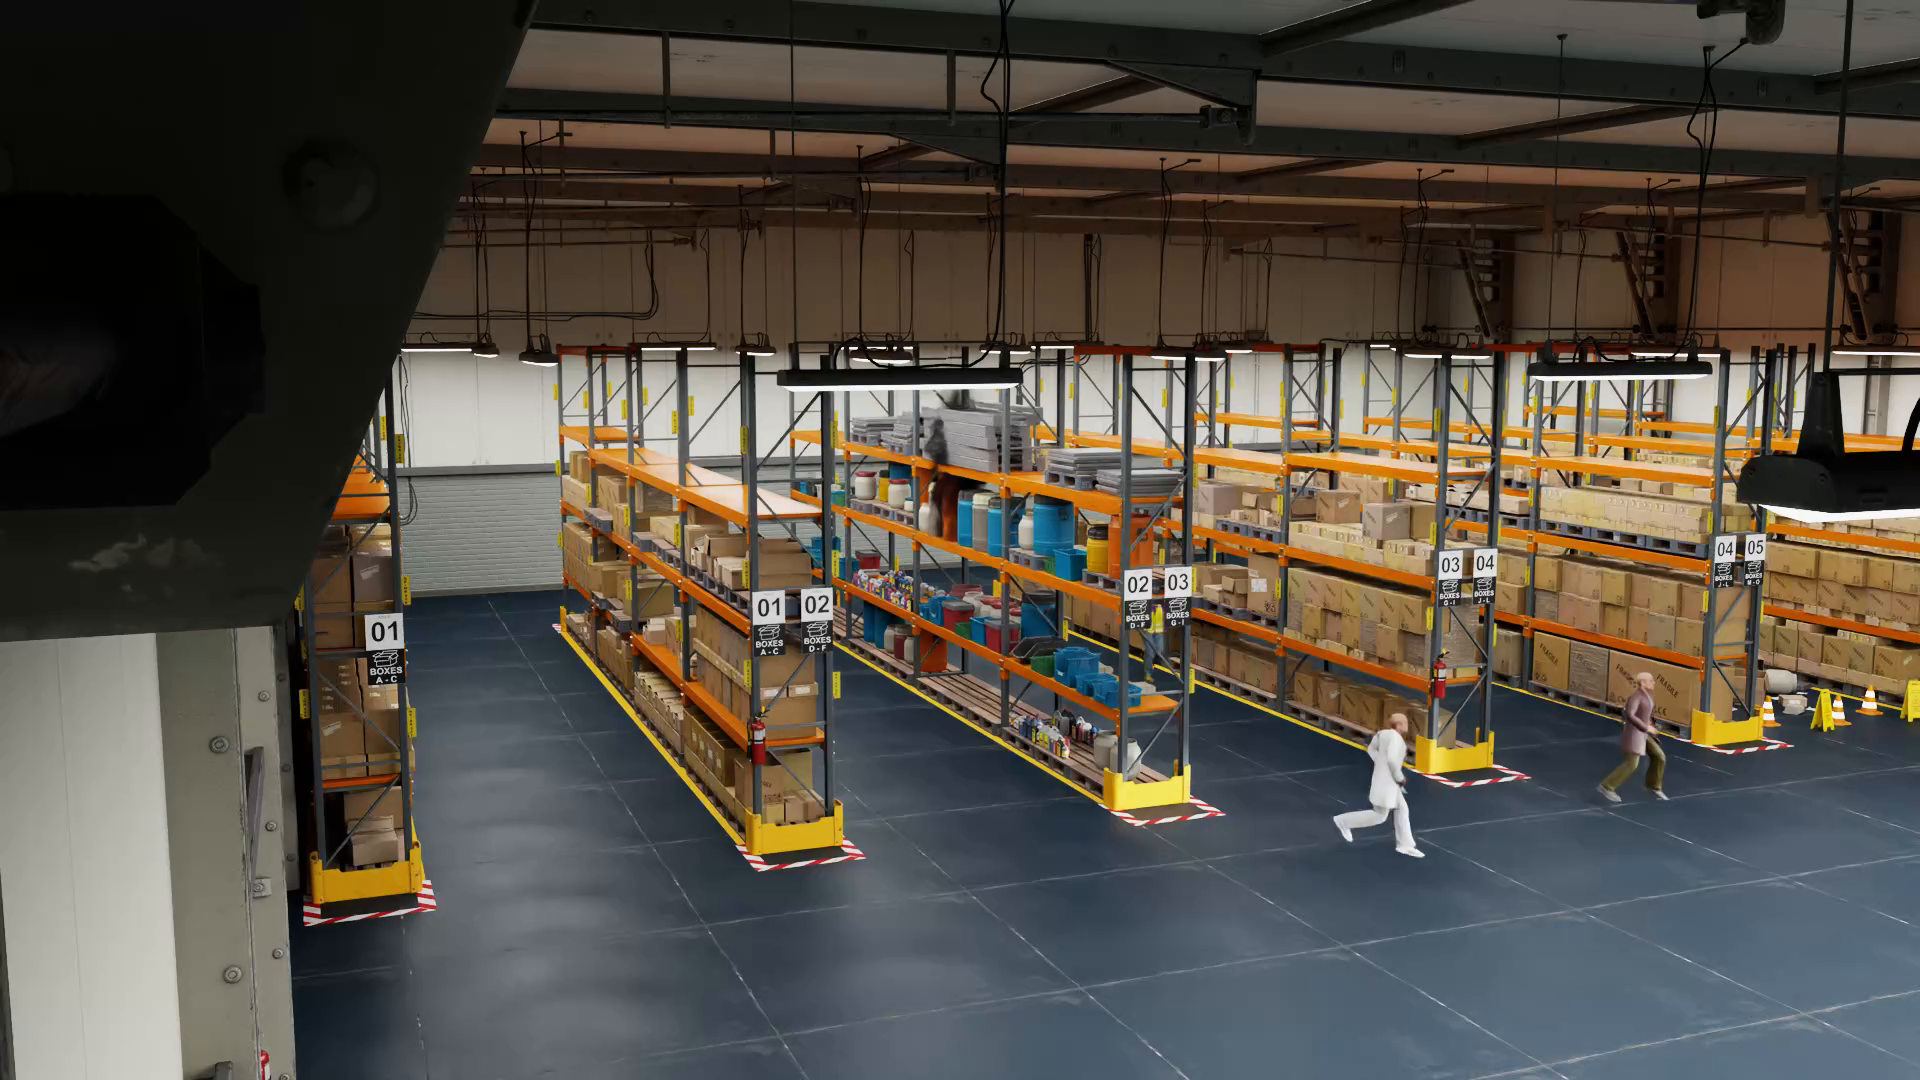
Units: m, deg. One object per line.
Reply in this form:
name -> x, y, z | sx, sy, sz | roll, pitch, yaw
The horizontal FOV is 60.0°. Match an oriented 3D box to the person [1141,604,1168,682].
person -> 3.336, 1.608, 29.041 | 0.714, 1.730, 0.661 | -2, 8, -16

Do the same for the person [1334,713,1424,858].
person -> 5.054, 2.954, 19.988 | 1.102, 1.778, 0.714 | 1, 7, 5

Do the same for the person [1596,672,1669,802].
person -> 9.092, 2.655, 22.318 | 0.782, 1.777, 0.935 | 5, 9, 33
